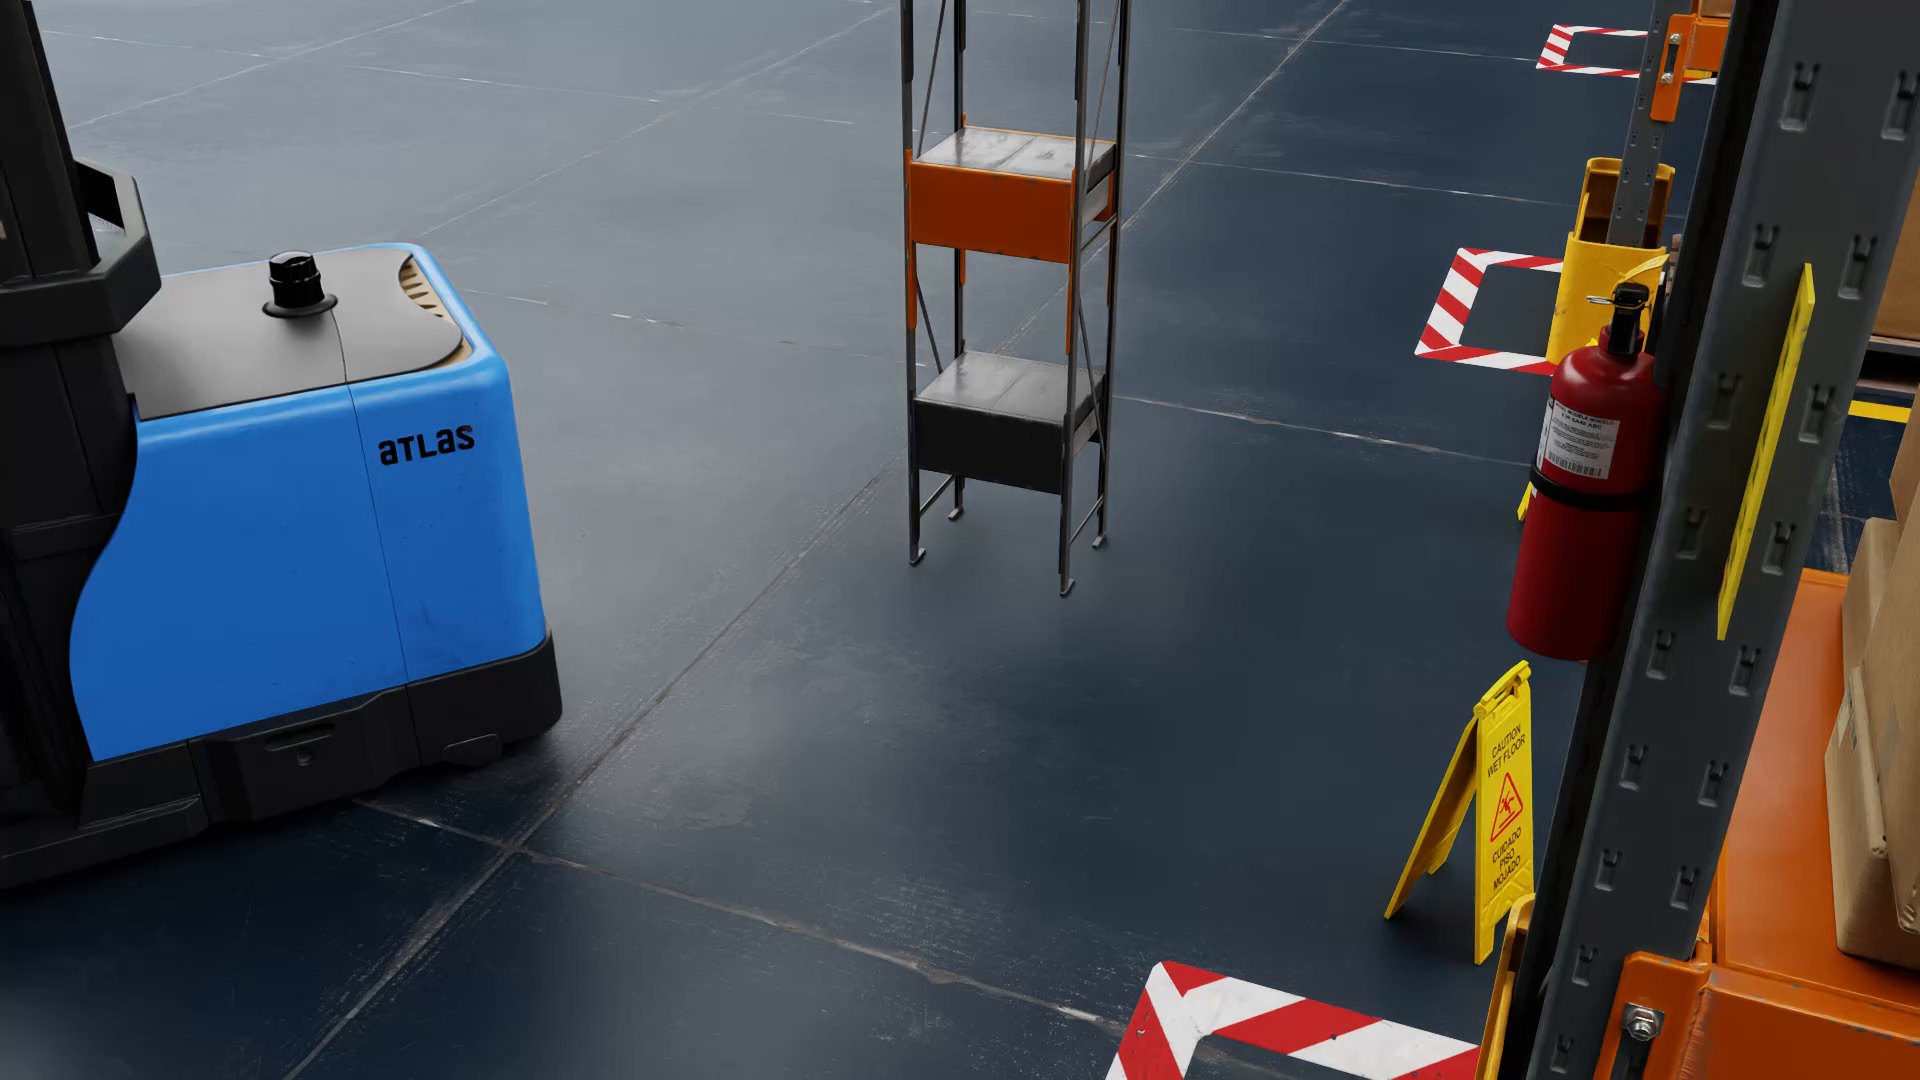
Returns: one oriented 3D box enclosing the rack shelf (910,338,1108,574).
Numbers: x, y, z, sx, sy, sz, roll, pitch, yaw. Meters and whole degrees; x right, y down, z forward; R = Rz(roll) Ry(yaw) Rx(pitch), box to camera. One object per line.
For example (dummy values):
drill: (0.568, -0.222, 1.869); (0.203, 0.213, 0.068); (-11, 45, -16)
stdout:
rack shelf: (0.153, -0.262, 5.030); (0.480, 0.518, 0.431); (11, 31, 19)

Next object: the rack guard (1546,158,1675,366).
rack guard: (2.649, -1.135, 6.750); (0.348, 0.500, 1.175); (11, 31, 19)

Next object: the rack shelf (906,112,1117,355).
rack shelf: (0.153, -0.872, 4.686); (0.480, 0.518, 0.431); (11, 31, 19)

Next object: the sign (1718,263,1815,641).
sign: (0.700, -0.072, 1.450); (0.005, 0.325, 0.100); (11, 31, 19)

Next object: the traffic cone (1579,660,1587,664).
traffic cone: (1.890, 0.084, 4.631); (0.334, 0.463, 0.336); (11, 31, 19)

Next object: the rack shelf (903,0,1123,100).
rack shelf: (0.153, -1.481, 4.341); (0.480, 0.518, 0.431); (11, 31, 19)

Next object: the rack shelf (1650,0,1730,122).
rack shelf: (4.525, -1.535, 5.649); (4.000, 0.370, 1.077); (11, 31, 19)

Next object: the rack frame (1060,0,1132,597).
rack frame: (0.379, -0.838, 4.599); (0.015, 2.100, 0.400); (11, 31, 19)

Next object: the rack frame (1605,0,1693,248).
rack frame: (2.671, -2.219, 6.127); (0.127, 3.000, 1.000); (11, 31, 19)

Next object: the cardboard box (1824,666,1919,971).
cardboard box: (1.141, 0.324, 1.884); (0.250, 0.149, 0.380); (11, 31, 19)

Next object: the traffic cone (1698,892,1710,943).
traffic cone: (1.787, 0.653, 3.625); (0.334, 0.463, 0.336); (11, 31, 19)

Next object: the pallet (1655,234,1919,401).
pallet: (3.442, -0.892, 6.614); (1.213, 0.211, 1.003); (11, 31, 19)

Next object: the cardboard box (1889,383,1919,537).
cardboard box: (1.510, -0.141, 2.047); (0.500, 0.500, 0.500); (11, 31, 18)

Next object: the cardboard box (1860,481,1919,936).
cardboard box: (1.239, 0.098, 1.624); (0.500, 0.500, 0.500); (11, 31, 18)

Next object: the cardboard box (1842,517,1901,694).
cardboard box: (1.331, 0.138, 2.213); (0.250, 0.149, 0.380); (12, 32, 21)

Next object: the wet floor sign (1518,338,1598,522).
wet floor sign: (1.900, -0.296, 5.118); (0.232, 0.644, 0.267); (6, 30, 11)

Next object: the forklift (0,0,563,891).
forklift: (-2.581, -0.628, 3.383); (3.031, 2.935, 1.130); (-14, 32, -23)

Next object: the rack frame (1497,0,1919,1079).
rack frame: (0.903, 0.059, 2.098); (0.053, 2.616, 0.949); (11, 31, 19)

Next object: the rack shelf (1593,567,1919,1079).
rack shelf: (2.757, 0.740, 1.623); (4.000, 0.370, 1.077); (11, 31, 19)

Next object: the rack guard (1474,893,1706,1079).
rack guard: (0.974, 1.159, 2.691); (0.348, 0.500, 1.175); (11, 31, 19)

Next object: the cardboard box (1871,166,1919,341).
cardboard box: (3.325, -1.381, 6.378); (0.875, 0.875, 0.875); (11, 31, 19)

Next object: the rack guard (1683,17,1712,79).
rack guard: (4.700, -3.359, 10.685); (0.348, 0.500, 1.175); (11, 31, 19)

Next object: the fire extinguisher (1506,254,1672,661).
fire extinguisher: (0.971, -0.141, 2.529); (0.183, 0.674, 0.296); (11, 31, 19)

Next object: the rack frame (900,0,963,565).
rack frame: (-0.073, -0.929, 4.759); (0.015, 2.100, 0.400); (11, 31, 19)

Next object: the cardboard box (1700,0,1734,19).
cardboard box: (3.032, -2.236, 6.005); (0.550, 0.550, 0.875); (11, 31, 19)

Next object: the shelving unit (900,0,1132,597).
shelving unit: (0.153, -0.883, 4.679); (0.503, 2.100, 0.431); (11, 31, 19)

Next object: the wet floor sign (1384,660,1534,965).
wet floor sign: (1.130, 0.559, 3.605); (0.232, 0.644, 0.267); (24, 37, 36)
